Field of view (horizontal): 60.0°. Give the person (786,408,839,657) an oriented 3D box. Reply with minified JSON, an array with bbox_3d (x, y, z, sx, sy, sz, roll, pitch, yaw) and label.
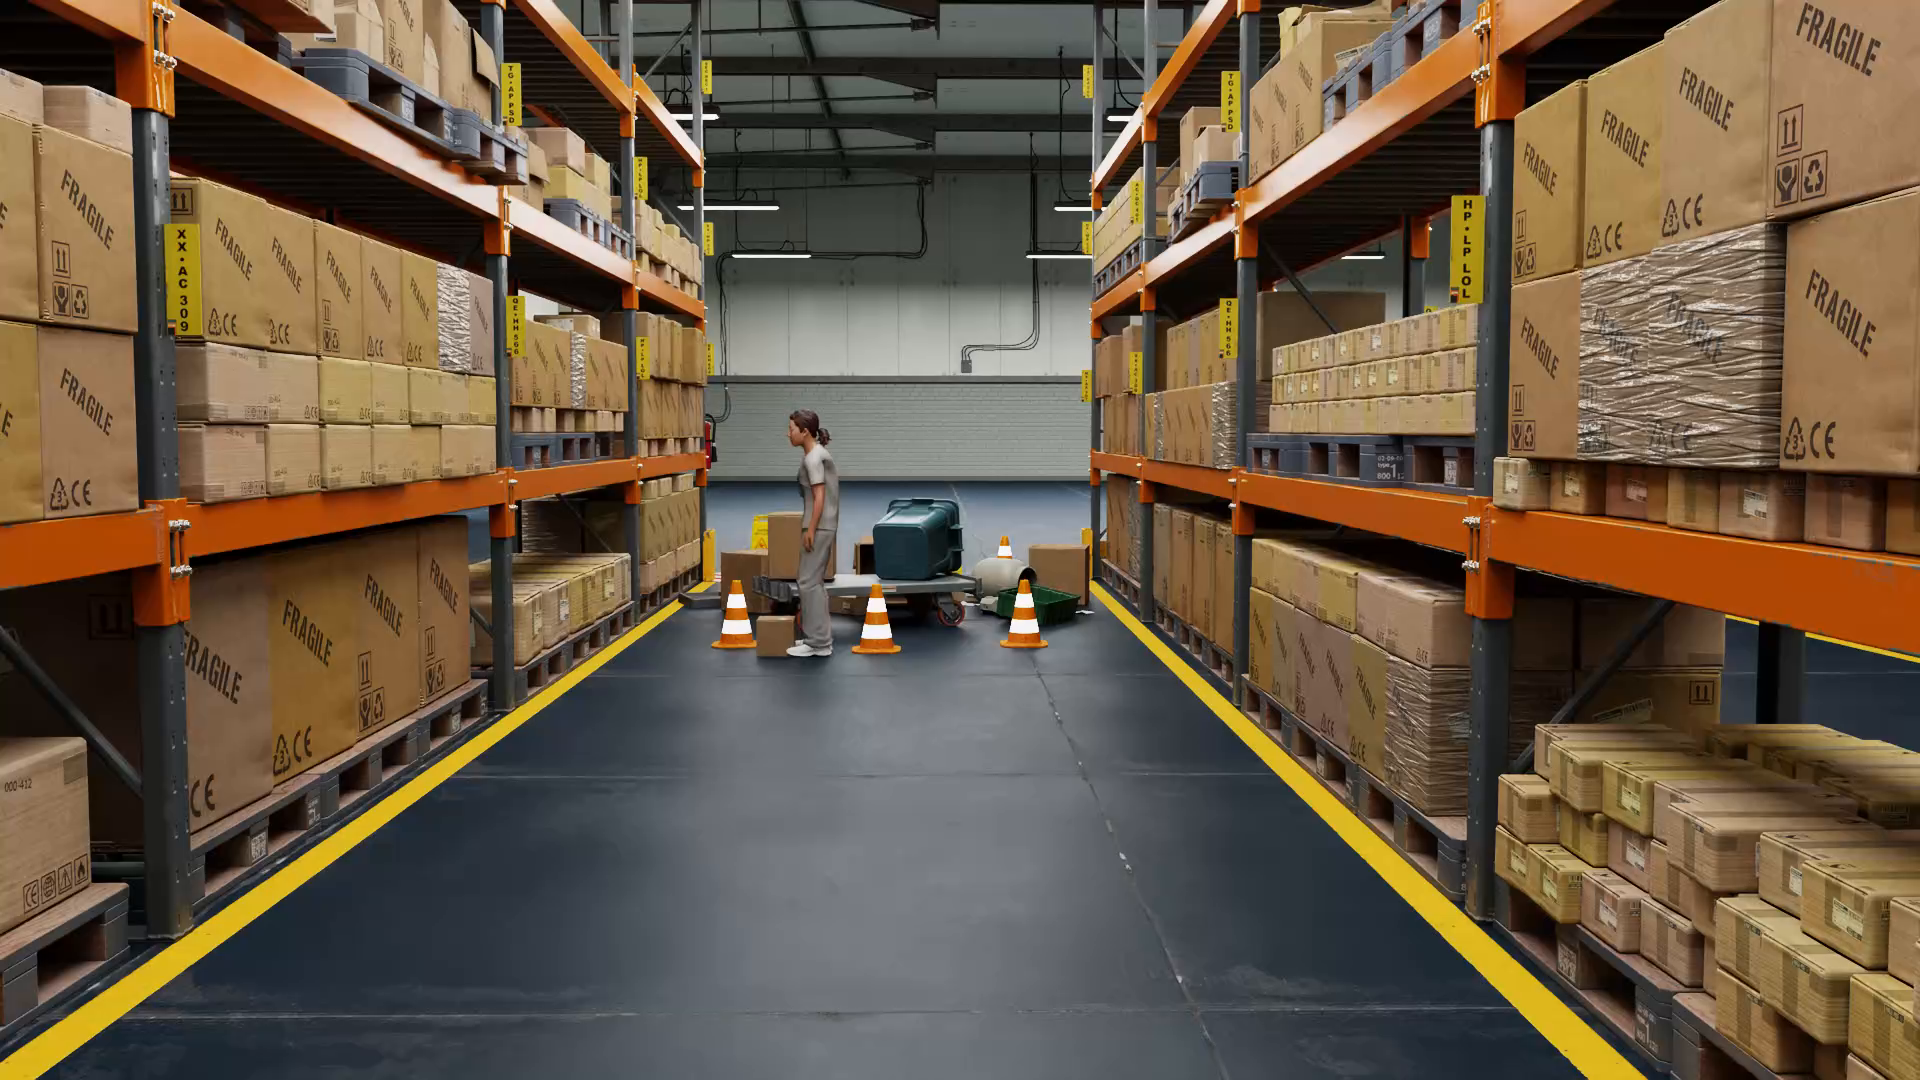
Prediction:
[{"bbox_3d":[-1.002,-0.055,11.284,0.363,1.671,0.509,0,4,-5],"label":"person"}]
